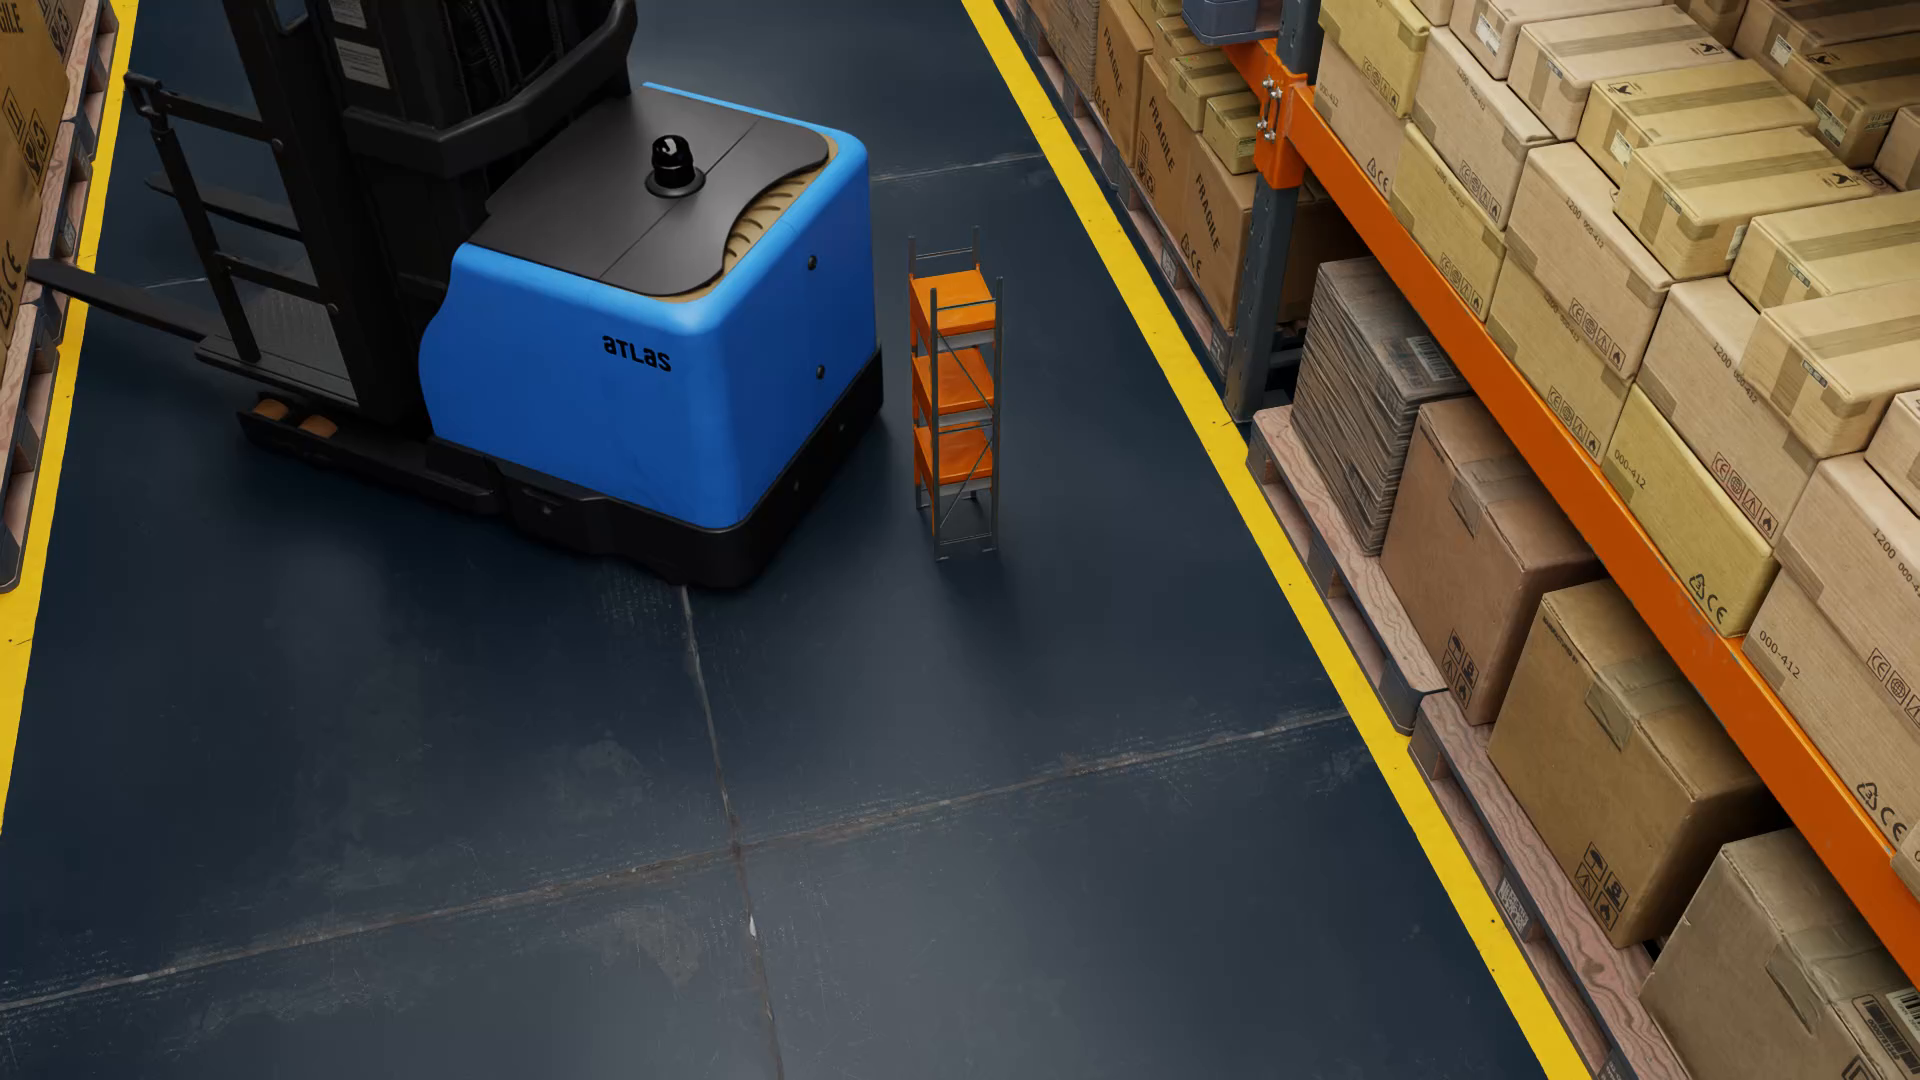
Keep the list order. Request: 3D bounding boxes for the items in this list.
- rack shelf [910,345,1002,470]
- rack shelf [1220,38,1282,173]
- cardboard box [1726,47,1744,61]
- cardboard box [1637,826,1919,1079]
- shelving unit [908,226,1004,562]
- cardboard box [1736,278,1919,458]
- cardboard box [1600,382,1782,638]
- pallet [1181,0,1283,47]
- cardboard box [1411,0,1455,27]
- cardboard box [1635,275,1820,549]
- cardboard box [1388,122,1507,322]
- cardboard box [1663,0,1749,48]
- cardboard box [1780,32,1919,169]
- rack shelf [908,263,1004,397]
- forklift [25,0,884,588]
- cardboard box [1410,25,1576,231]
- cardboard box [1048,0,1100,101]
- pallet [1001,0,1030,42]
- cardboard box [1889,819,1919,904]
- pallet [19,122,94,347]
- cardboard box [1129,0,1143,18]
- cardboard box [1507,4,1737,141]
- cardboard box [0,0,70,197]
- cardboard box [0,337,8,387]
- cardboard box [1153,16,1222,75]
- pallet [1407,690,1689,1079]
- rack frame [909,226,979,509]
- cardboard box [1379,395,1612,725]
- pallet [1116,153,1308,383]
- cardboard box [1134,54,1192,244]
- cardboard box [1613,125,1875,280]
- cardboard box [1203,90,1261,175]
[{"bbox_3d":[-0.014,-0.397,4.919,0.215,0.259,0.240,-11,47,-10],"label":"rack shelf"},{"bbox_3d":[0.889,-2.698,6.298,1.077,0.370,4.000,-11,47,-10],"label":"rack shelf"},{"bbox_3d":[1.917,-1.079,3.963,0.500,0.250,0.500,-10,46,-10],"label":"cardboard box"},{"bbox_3d":[2.089,0.981,3.557,0.875,0.625,0.625,-11,47,-11],"label":"cardboard box"},{"bbox_3d":[-0.014,-0.404,4.911,0.215,1.050,0.252,-11,47,-10],"label":"shelving unit"},{"bbox_3d":[1.624,-0.310,2.930,0.380,0.149,0.250,-12,47,-11],"label":"cardboard box"},{"bbox_3d":[1.672,-0.105,3.357,0.500,0.250,0.500,-9,46,-9],"label":"cardboard box"},{"bbox_3d":[1.160,-1.957,5.202,1.213,0.211,1.003,-11,47,-10],"label":"pallet"},{"bbox_3d":[1.268,-1.373,3.971,0.380,0.149,0.250,-10,46,-9],"label":"cardboard box"},{"bbox_3d":[1.677,-0.282,3.181,0.500,0.250,0.500,-10,46,-10],"label":"cardboard box"},{"bbox_3d":[1.402,-0.817,4.056,0.500,0.250,0.500,-12,47,-11],"label":"cardboard box"},{"bbox_3d":[1.862,-1.293,3.893,0.380,0.149,0.250,-11,47,-10],"label":"cardboard box"},{"bbox_3d":[1.984,-0.942,3.549,0.380,0.149,0.250,-11,47,-11],"label":"cardboard box"},{"bbox_3d":[-0.014,-0.596,4.716,0.215,0.259,0.240,-11,47,-10],"label":"rack shelf"},{"bbox_3d":[-1.818,-1.596,4.762,3.031,2.935,1.130,18,48,17],"label":"forklift"},{"bbox_3d":[1.406,-0.995,3.879,0.500,0.250,0.500,-9,46,-9],"label":"cardboard box"},{"bbox_3d":[0.679,-2.157,6.720,0.500,0.500,0.500,-12,47,-12],"label":"cardboard box"},{"bbox_3d":[0.622,-2.800,7.846,1.003,0.211,1.213,-11,47,-10],"label":"pallet"},{"bbox_3d":[1.909,0.599,2.668,0.500,0.250,0.500,-11,47,-11],"label":"cardboard box"},{"bbox_3d":[-3.834,-1.082,6.162,1.003,0.211,1.213,-11,47,-10],"label":"pallet"},{"bbox_3d":[0.817,-2.098,6.208,0.380,0.149,0.250,-11,47,-11],"label":"cardboard box"},{"bbox_3d":[1.437,-1.022,3.627,0.380,0.149,0.250,-10,46,-10],"label":"cardboard box"},{"bbox_3d":[-3.945,-1.788,6.096,0.875,0.875,0.875,-9,46,-9],"label":"cardboard box"},{"bbox_3d":[-3.493,-0.554,4.887,0.875,0.875,0.875,-11,47,-11],"label":"cardboard box"},{"bbox_3d":[0.905,-1.735,5.852,0.380,0.149,0.250,-12,47,-12],"label":"cardboard box"},{"bbox_3d":[1.883,0.823,4.295,1.003,0.211,1.213,-11,47,-10],"label":"pallet"},{"bbox_3d":[-0.045,-0.489,4.994,0.200,1.050,0.008,-11,47,-10],"label":"rack frame"},{"bbox_3d":[1.722,-0.002,4.520,0.875,0.625,0.625,-9,46,-9],"label":"cardboard box"},{"bbox_3d":[1.246,-1.115,6.195,1.003,0.211,1.213,-11,47,-10],"label":"pallet"},{"bbox_3d":[0.967,-1.441,6.018,0.500,0.500,0.500,-11,47,-11],"label":"cardboard box"},{"bbox_3d":[1.539,-0.668,3.280,0.380,0.149,0.250,-10,46,-9],"label":"cardboard box"},{"bbox_3d":[1.030,-1.363,5.487,0.380,0.149,0.250,-13,47,-12],"label":"cardboard box"}]
